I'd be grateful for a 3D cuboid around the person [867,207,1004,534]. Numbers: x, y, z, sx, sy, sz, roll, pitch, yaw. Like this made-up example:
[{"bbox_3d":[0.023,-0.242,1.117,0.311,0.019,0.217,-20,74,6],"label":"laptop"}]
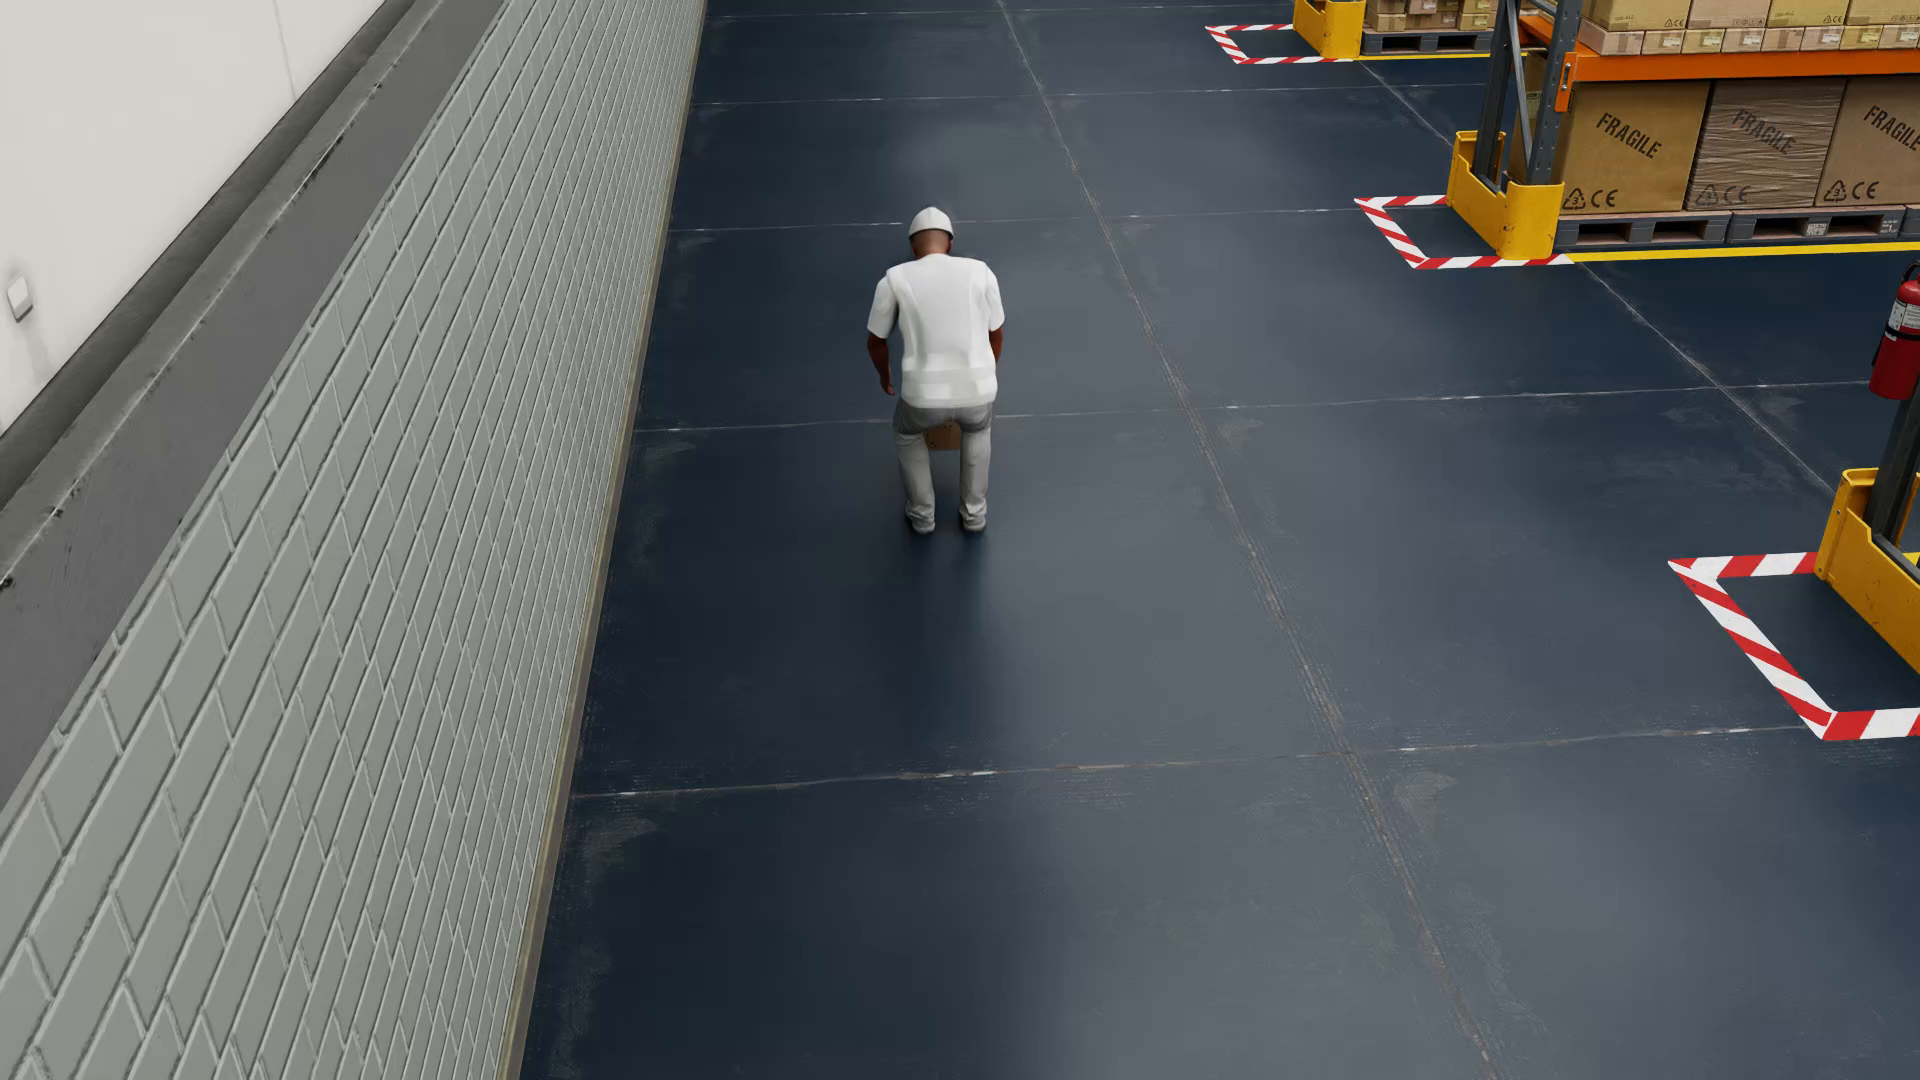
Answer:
[{"bbox_3d":[-0.106,-0.745,7.650,0.630,1.462,0.721,-3,31,-4],"label":"person"}]
